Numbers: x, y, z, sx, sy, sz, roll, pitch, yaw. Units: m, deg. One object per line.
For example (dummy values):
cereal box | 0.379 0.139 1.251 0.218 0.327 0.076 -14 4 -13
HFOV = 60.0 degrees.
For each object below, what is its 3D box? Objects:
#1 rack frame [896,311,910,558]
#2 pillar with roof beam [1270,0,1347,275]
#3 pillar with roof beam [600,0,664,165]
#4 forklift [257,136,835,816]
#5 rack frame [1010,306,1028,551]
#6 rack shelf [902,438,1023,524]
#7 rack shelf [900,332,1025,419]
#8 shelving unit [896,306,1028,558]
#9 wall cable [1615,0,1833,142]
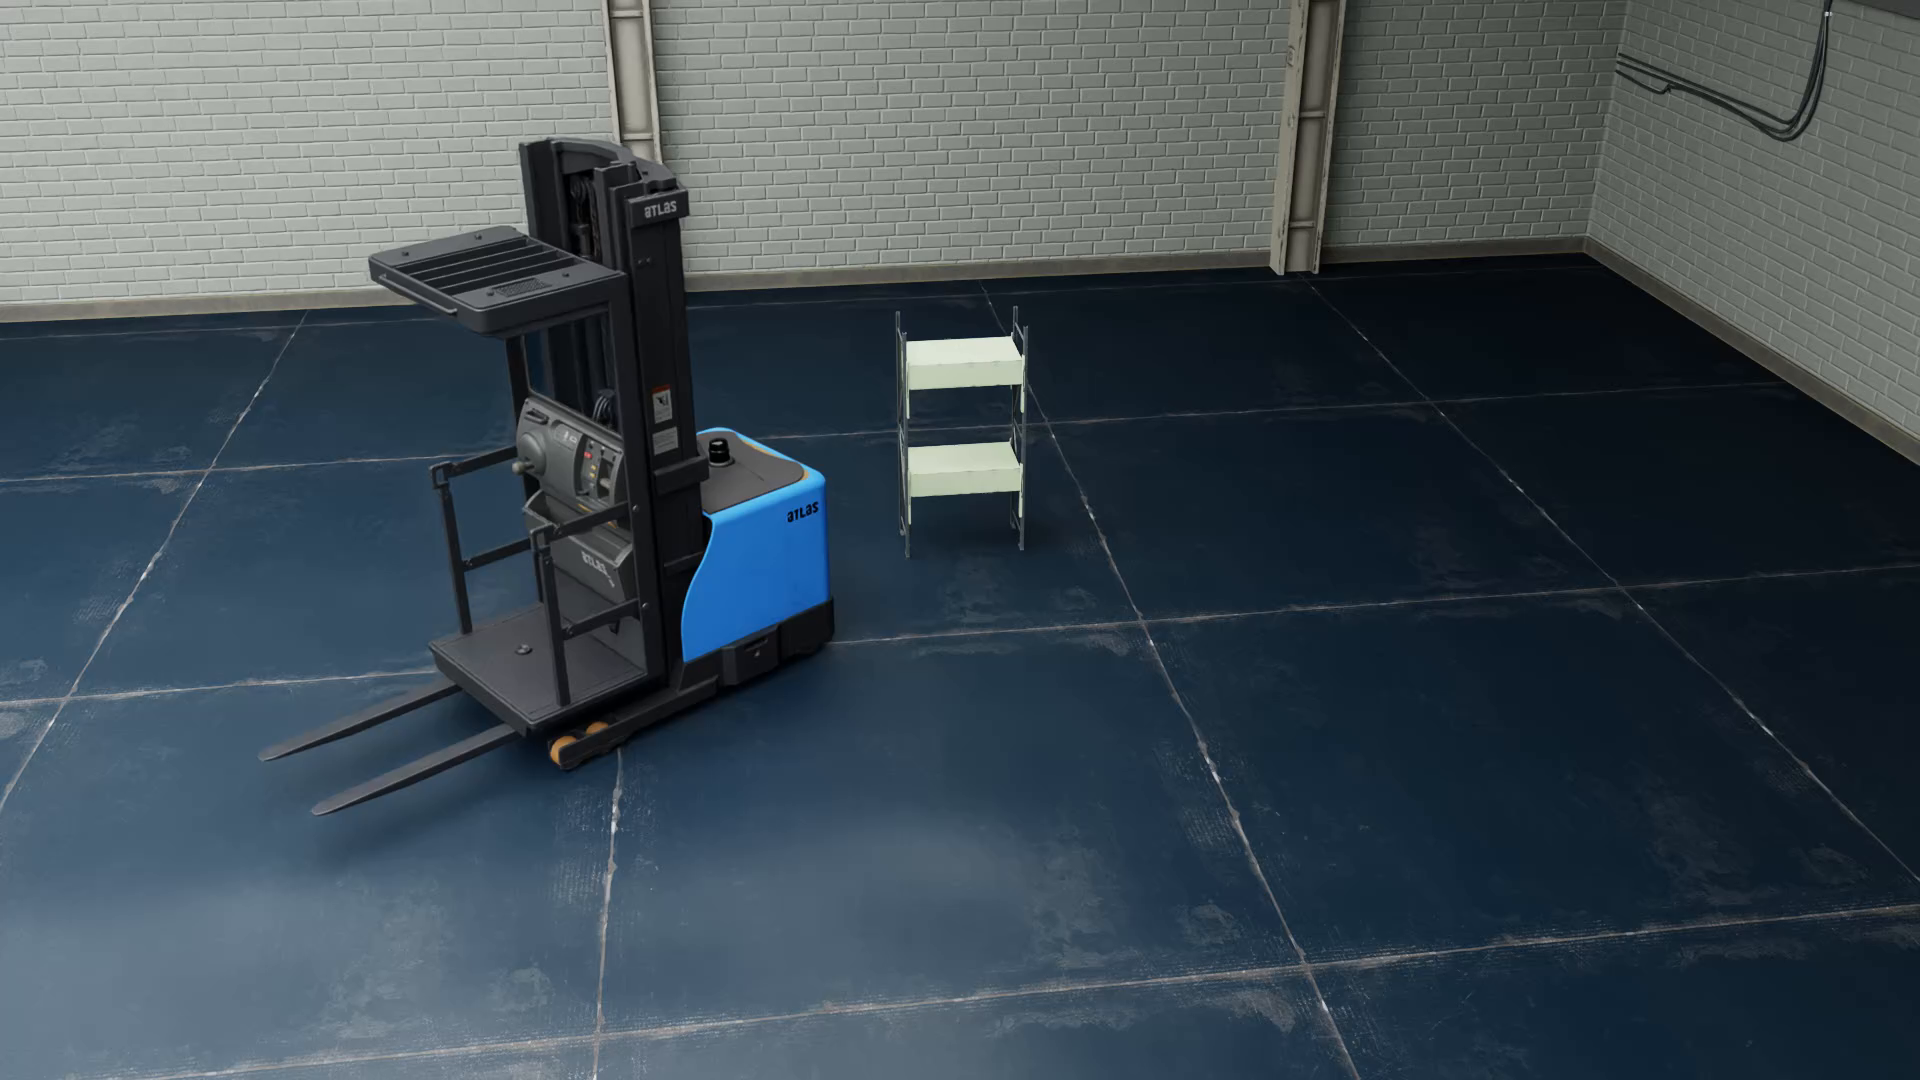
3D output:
rack frame | -0.356 -0.644 10.363 0.023 1.500 0.400 -4 27 -7
pillar with roof beam | 3.761 -4.624 9.904 0.400 9.000 9.100 -4 27 -7
pillar with roof beam | -2.181 -4.242 9.160 0.400 9.000 9.100 -4 27 -7
forklift | -2.136 -0.405 8.328 3.031 2.935 1.130 -23 35 -38
rack frame | 0.369 -0.691 10.454 0.023 1.500 0.400 -4 27 -7
rack shelf | 0.007 -0.378 10.557 0.720 0.370 0.431 -4 27 -7
rack shelf | 0.007 -1.015 10.230 0.720 0.370 0.431 -4 27 -7
shelving unit | 0.007 -0.668 10.408 0.755 1.500 0.431 -4 27 -7
wall cable | 6.263 -4.778 13.606 0.112 2.526 3.097 -4 27 -7
